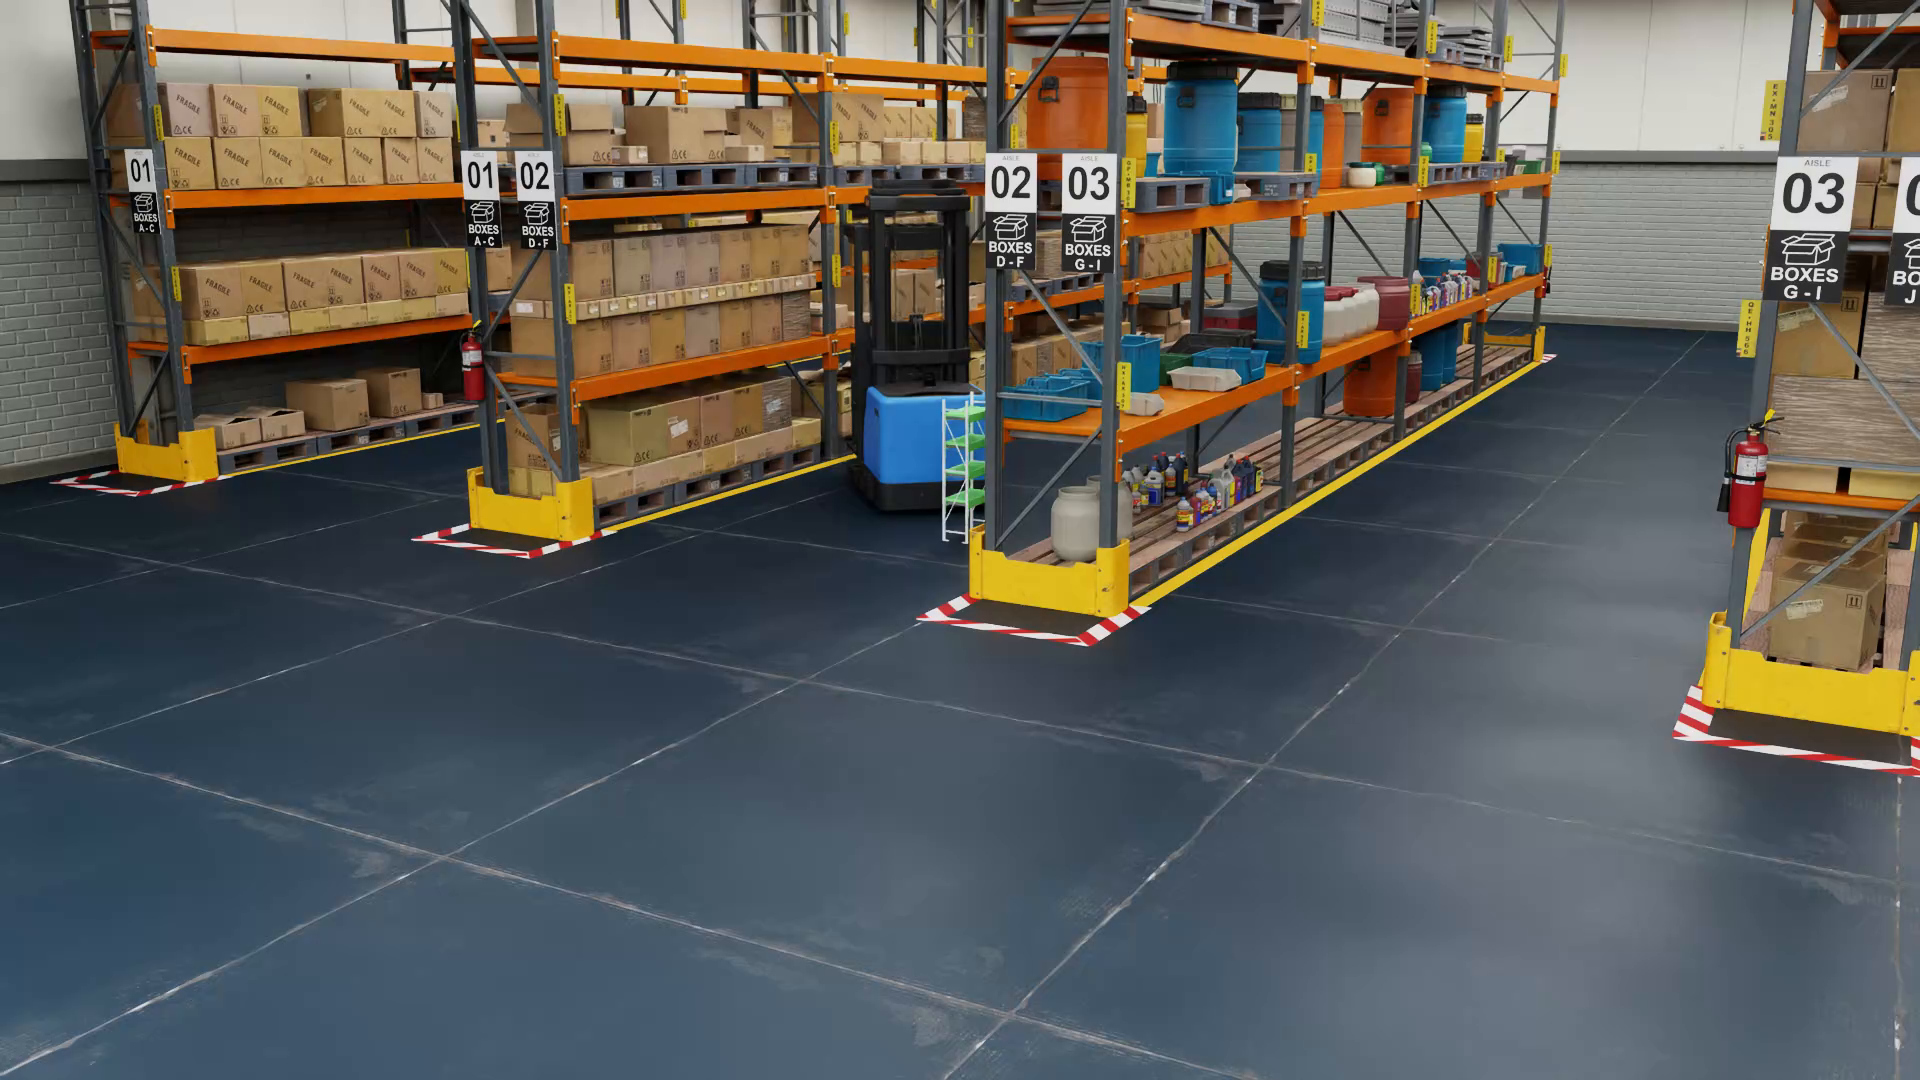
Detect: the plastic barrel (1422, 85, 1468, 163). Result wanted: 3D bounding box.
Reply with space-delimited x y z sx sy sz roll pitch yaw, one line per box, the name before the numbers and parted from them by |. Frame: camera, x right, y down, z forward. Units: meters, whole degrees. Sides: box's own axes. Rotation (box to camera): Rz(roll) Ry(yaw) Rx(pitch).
plastic barrel | 5.755 -4.986 19.949 0.600 0.901 0.708 7 15 28

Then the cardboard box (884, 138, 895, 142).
cardboard box | -1.402 -6.423 27.085 0.500 0.250 0.500 7 15 27

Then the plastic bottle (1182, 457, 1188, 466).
plastic bottle | 2.003 -0.602 14.989 0.061 0.283 0.133 7 15 28

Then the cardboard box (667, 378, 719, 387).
cardboard box | -2.737 -1.335 16.543 0.500 0.500 0.500 7 15 28

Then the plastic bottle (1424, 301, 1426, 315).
plastic bottle | 5.373 -2.725 19.362 0.097 0.201 0.097 0 14 0

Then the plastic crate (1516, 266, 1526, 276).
plastic crate | 8.144 -3.981 24.582 0.396 0.136 0.243 7 15 28

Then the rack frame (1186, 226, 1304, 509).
rack frame | 2.579 -1.806 15.125 1.000 3.000 0.127 7 15 28

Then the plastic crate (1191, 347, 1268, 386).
plastic crate | 2.282 -1.476 14.073 0.499 0.251 0.616 7 15 28

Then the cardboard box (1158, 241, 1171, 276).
cardboard box | 2.842 -4.237 24.995 0.500 0.500 0.500 8 16 29

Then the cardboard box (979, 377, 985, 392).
cardboard box | 0.138 -1.921 20.571 0.500 0.250 0.500 8 16 29

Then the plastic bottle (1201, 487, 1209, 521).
plastic bottle | 2.009 -0.300 13.762 0.097 0.271 0.097 0 14 0

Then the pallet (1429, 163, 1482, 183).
pallet | 5.607 -4.409 19.924 1.003 0.211 1.213 7 15 28

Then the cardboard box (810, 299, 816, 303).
cardboard box | -1.491 -2.504 18.306 0.396 0.266 0.258 7 15 27

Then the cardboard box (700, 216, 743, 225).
cardboard box | -3.455 -4.491 23.771 0.500 0.250 0.500 7 15 27

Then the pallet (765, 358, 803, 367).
pallet | -3.122 -2.796 25.181 1.003 0.211 1.213 7 15 28

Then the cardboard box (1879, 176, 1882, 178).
cardboard box | 5.972 -2.357 11.330 0.500 0.250 0.500 7 15 26

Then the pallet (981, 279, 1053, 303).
pallet | 0.445 -3.242 21.492 1.213 0.211 1.003 7 15 28

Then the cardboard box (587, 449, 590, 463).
cardboard box | -3.457 -0.662 15.351 0.500 0.250 0.500 7 15 28

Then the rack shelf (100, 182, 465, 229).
rack shelf | -7.060 -3.627 17.812 1.077 0.370 4.000 7 15 28

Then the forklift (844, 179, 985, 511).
forklift | -0.505 -1.985 16.015 1.130 2.935 3.031 -3 14 -12

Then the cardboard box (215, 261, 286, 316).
cardboard box | -7.285 -2.573 16.985 0.500 0.500 0.500 7 15 28

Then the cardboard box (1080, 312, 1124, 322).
cardboard box | 2.139 -3.157 25.124 0.500 0.500 0.500 7 15 28

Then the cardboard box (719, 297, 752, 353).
cardboard box | -2.459 -2.113 16.187 0.700 0.500 0.500 8 16 29

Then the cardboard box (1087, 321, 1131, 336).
cardboard box | 2.125 -2.874 23.951 0.500 0.500 0.500 7 15 28

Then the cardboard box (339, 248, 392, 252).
cardboard box | -6.757 -3.051 18.968 0.500 0.500 0.500 7 15 28

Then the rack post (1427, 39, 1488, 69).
rack post | 5.579 -5.691 19.506 0.937 0.300 0.954 9 16 34

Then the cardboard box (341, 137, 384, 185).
cardboard box | -6.611 -4.093 17.955 0.500 0.500 0.500 7 15 26

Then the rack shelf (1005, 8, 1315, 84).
rack shelf | 1.612 -3.768 12.851 1.077 0.370 4.000 7 15 28

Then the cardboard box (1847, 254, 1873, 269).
cardboard box | 6.475 -1.861 12.370 0.500 0.500 0.500 7 15 28

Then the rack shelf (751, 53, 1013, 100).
rack shelf | -0.788 -5.151 18.586 1.077 0.370 4.000 7 15 28

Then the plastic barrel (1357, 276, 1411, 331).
plastic barrel | 4.554 -2.563 17.976 0.600 0.536 0.708 7 15 28

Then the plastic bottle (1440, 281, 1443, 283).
plastic bottle | 6.000 -3.099 20.763 0.097 0.271 0.097 0 14 0

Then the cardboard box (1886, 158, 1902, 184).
cardboard box | 5.317 -2.034 9.138 0.380 0.149 0.250 7 15 28

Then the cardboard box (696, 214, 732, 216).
cardboard box | -3.663 -4.650 24.430 0.500 0.250 0.500 7 15 27

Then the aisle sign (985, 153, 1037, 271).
aisle sign | 0.351 -2.268 11.495 0.394 0.787 0.004 7 15 28

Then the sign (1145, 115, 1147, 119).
sign | 2.600 -5.848 23.548 0.100 0.325 0.005 7 15 28

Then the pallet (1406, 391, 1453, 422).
pallet | 5.448 -1.687 20.580 1.003 0.211 1.213 7 15 28

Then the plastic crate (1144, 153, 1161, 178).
plastic crate | 1.304 -2.861 13.135 0.392 0.384 0.575 7 15 28

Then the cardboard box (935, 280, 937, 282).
cardboard box | -0.446 -4.493 29.323 0.380 0.149 0.250 7 15 27

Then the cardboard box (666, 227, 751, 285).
cardboard box | -2.450 -2.749 16.055 0.700 0.500 0.500 7 15 28

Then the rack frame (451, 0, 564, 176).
rack frame | -3.689 -4.464 13.349 1.000 3.000 0.127 7 15 28

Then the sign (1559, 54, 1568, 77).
sign | 8.870 -6.969 24.427 0.100 0.325 0.005 7 15 28

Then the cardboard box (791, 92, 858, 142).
cardboard box | -1.422 -4.444 17.491 0.500 0.500 0.500 8 15 29

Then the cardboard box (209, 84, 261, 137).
cardboard box | -7.341 -4.259 16.511 0.500 0.500 0.500 7 15 27

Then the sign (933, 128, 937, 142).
sign | -0.295 -4.960 20.705 0.100 0.325 0.005 7 15 28

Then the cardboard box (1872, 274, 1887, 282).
cardboard box | 5.974 -1.390 10.418 0.500 0.500 0.500 7 15 28

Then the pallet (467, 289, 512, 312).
pallet | -5.597 -2.976 20.385 1.003 0.211 1.213 7 15 28

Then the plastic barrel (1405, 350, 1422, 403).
plastic barrel | 5.280 -1.993 20.148 0.600 0.588 0.708 7 15 28

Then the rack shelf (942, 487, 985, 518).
rack shelf | 0.080 -0.322 14.105 0.258 0.148 0.480 7 15 28

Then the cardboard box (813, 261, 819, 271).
cardboard box | -2.408 -4.254 25.770 0.380 0.149 0.250 8 16 30

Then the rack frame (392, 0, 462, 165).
rack frame | -6.093 -5.845 19.078 1.000 3.000 0.127 7 15 28

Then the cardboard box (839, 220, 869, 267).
cardboard box | -1.949 -4.825 27.008 0.980 0.700 0.700 8 16 29

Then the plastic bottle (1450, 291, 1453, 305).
plastic bottle | 6.021 -3.000 20.503 0.097 0.201 0.097 0 14 0

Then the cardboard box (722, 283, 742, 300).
cardboard box | -2.314 -2.392 15.956 0.380 0.149 0.250 8 16 30

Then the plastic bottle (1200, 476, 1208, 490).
plastic bottle | 2.096 -0.408 14.183 0.061 0.283 0.133 7 15 28

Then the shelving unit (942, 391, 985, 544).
shelving unit | 0.080 -0.617 14.034 0.258 1.200 0.503 7 15 28

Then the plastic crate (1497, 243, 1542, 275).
plastic crate | 8.382 -4.225 24.953 0.616 0.435 0.499 7 15 28

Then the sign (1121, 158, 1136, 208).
sign | 1.125 -2.385 11.106 0.100 0.325 0.005 7 15 28
